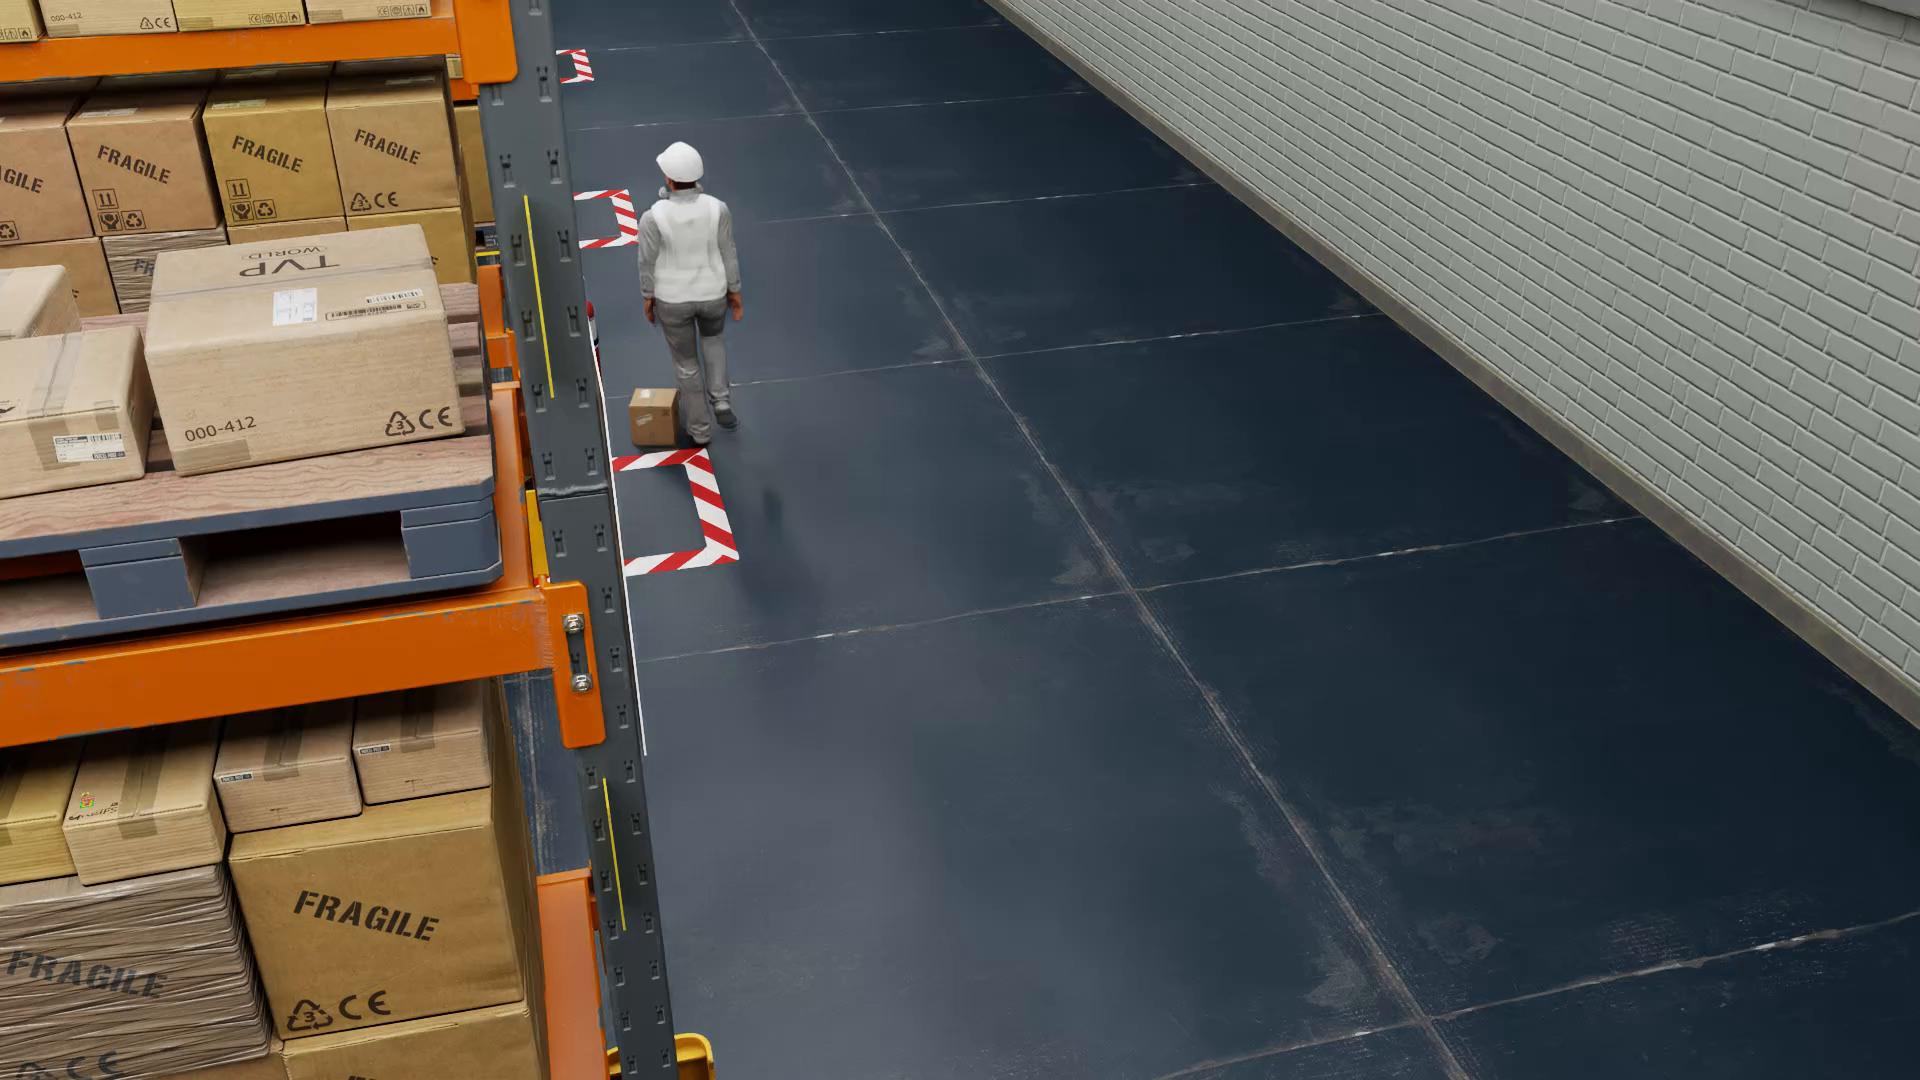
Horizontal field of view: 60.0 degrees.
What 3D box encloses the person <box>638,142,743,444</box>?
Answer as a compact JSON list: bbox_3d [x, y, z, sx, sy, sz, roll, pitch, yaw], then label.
[{"bbox_3d":[-1.562,-1.416,9.525,0.564,1.794,0.497,-12,32,-20],"label":"person"}]
